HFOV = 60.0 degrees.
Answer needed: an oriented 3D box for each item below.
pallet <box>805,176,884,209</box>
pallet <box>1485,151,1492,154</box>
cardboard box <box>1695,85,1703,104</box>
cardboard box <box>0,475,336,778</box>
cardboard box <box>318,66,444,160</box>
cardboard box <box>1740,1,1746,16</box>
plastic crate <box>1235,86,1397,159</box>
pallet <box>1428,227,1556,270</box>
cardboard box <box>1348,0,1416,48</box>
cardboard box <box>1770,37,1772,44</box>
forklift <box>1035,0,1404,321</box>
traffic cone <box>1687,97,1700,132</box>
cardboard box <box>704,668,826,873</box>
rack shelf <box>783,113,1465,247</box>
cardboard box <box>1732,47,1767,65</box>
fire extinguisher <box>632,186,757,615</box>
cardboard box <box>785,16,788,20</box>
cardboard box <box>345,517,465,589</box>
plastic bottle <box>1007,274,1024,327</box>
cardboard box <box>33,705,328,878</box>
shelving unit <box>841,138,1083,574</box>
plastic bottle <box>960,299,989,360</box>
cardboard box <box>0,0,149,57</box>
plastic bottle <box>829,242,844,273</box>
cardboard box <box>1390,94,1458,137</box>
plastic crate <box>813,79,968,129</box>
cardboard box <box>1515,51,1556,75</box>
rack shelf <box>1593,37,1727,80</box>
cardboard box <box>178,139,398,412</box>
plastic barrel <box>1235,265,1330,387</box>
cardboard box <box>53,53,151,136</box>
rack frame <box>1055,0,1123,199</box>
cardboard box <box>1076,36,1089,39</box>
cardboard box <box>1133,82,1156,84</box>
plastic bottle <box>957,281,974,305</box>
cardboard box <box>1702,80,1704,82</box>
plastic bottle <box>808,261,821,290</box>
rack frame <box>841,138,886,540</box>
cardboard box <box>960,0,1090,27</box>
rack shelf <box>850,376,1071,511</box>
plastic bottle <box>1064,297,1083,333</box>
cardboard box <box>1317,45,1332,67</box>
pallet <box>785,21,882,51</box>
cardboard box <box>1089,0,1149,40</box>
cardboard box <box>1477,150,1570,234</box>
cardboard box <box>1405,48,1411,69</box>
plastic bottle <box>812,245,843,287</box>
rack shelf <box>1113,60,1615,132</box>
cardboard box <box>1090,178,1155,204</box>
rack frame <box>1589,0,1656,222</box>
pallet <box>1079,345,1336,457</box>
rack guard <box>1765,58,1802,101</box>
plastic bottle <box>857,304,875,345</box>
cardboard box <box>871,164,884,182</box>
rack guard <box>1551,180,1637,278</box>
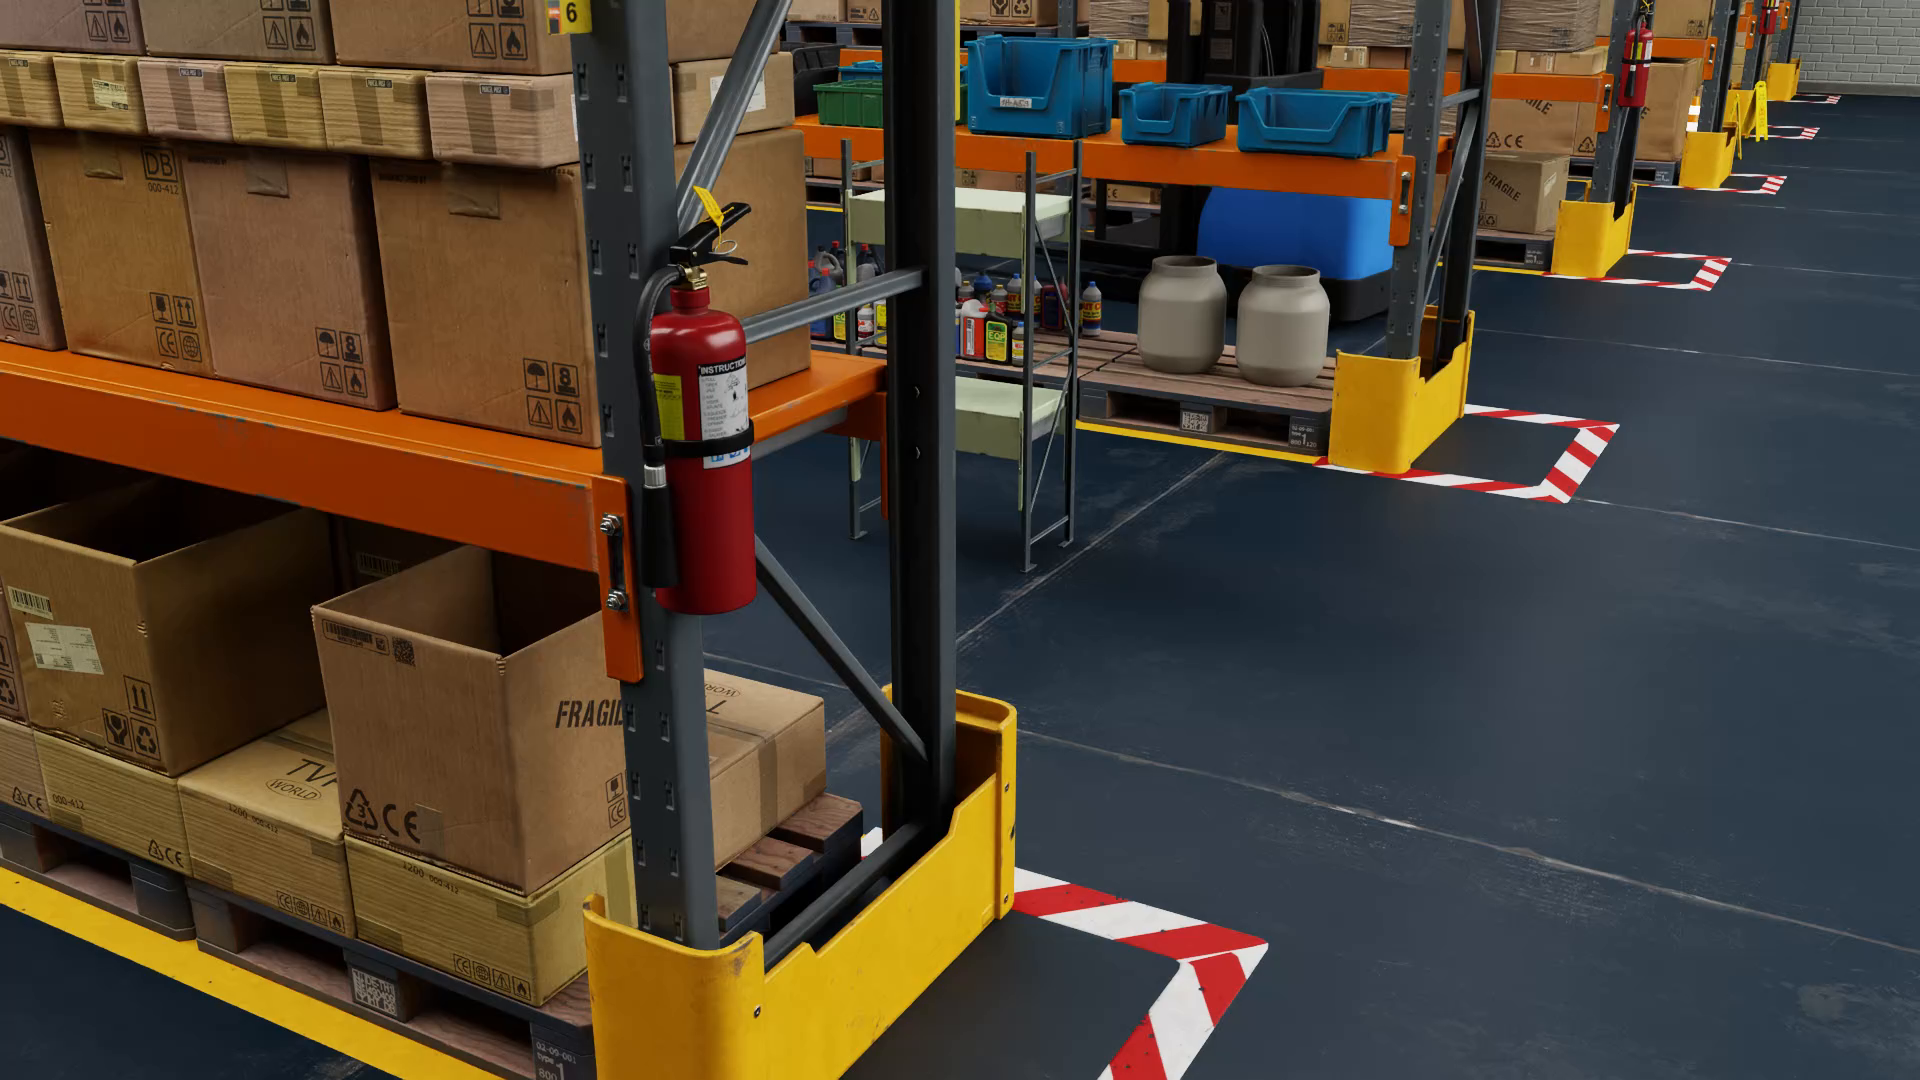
[{"bbox_3d":[-0.710,-3.048,14.458,1.213,0.211,1.003,11,23,27],"label":"pallet"},{"bbox_3d":[5.242,-3.824,16.597,1.213,0.211,1.003,11,23,27],"label":"pallet"},{"bbox_3d":[8.795,-5.434,20.362,0.500,0.250,0.500,11,22,27],"label":"cardboard box"},{"bbox_3d":[-1.796,0.167,3.824,0.500,0.500,0.500,11,23,27],"label":"cardboard box"},{"bbox_3d":[-0.959,-0.815,3.116,0.250,0.149,0.380,11,23,29],"label":"cardboard box"},{"bbox_3d":[9.169,-6.312,19.736,0.250,0.149,0.380,11,23,28],"label":"cardboard box"},{"bbox_3d":[1.533,-1.812,7.179,0.616,0.251,0.499,11,23,27],"label":"plastic crate"},{"bbox_3d":[3.773,-2.209,12.146,1.213,0.211,1.003,11,23,27],"label":"pallet"},{"bbox_3d":[3.154,-3.792,11.837,0.500,0.500,0.875,11,23,27],"label":"cardboard box"},{"bbox_3d":[11.455,-7.302,24.046,0.500,0.250,0.500,10,22,26],"label":"cardboard box"},{"bbox_3d":[1.408,-3.025,10.407,3.031,2.935,1.130,15,25,36],"label":"forklift"},{"bbox_3d":[8.360,-4.807,18.939,0.334,0.463,0.336,11,23,27],"label":"traffic cone"},{"bbox_3d":[-0.663,0.526,3.932,0.500,0.250,0.500,11,23,27],"label":"cardboard box"},{"bbox_3d":[0.370,-1.882,8.209,4.000,0.370,1.077,11,23,27],"label":"rack shelf"},{"bbox_3d":[11.205,-6.918,23.722,0.500,0.250,0.500,10,22,27],"label":"cardboard box"},{"bbox_3d":[-0.426,-0.219,2.684,0.183,0.674,0.296,11,23,27],"label":"fire extinguisher"},{"bbox_3d":[-1.426,-4.796,14.425,0.500,0.500,0.700,15,25,35],"label":"cardboard box"},{"bbox_3d":[-1.100,0.091,4.032,0.500,0.500,0.500,11,23,27],"label":"cardboard box"},{"bbox_3d":[0.299,-1.280,8.850,0.097,0.271,0.097,0,20,0],"label":"plastic bottle"},{"bbox_3d":[-1.795,0.518,3.954,0.500,0.250,0.500,11,23,27],"label":"cardboard box"},{"bbox_3d":[0.006,-0.704,6.106,0.755,1.500,0.431,11,23,27],"label":"shelving unit"},{"bbox_3d":[0.092,-1.039,8.179,0.135,0.276,0.152,11,23,28],"label":"plastic bottle"},{"bbox_3d":[-1.653,-1.330,3.584,0.500,0.500,0.700,11,23,28],"label":"cardboard box"},{"bbox_3d":[-0.673,-1.493,9.322,0.185,0.351,0.144,10,22,26],"label":"plastic bottle"},{"bbox_3d":[4.850,-4.411,16.628,0.875,0.875,0.875,11,23,28],"label":"cardboard box"},{"bbox_3d":[-0.329,-2.143,8.186,0.662,0.188,0.450,11,23,27],"label":"plastic crate"},{"bbox_3d":[3.964,-3.272,11.354,0.250,0.149,0.380,11,23,27],"label":"cardboard box"},{"bbox_3d":[5.293,-4.816,16.299,4.000,0.370,1.077,11,23,27],"label":"rack shelf"},{"bbox_3d":[-1.165,-0.628,3.551,0.500,0.500,0.700,11,23,29],"label":"cardboard box"},{"bbox_3d":[1.504,-1.002,7.761,0.421,0.512,0.421,0,20,0],"label":"plastic barrel"},{"bbox_3d":[-1.630,-0.944,3.471,0.250,0.149,0.380,12,23,29],"label":"cardboard box"},{"bbox_3d":[1.039,-4.027,13.068,0.127,3.000,1.000,11,23,27],"label":"rack frame"},{"bbox_3d":[1.081,-3.784,12.766,0.250,0.149,0.380,11,23,27],"label":"cardboard box"},{"bbox_3d":[2.121,-4.865,18.061,0.750,0.750,1.050,11,23,27],"label":"cardboard box"},{"bbox_3d":[0.033,-1.297,9.002,0.097,0.201,0.097,0,20,0],"label":"plastic bottle"},{"bbox_3d":[10.788,-6.765,24.032,0.500,0.250,0.500,11,23,27],"label":"cardboard box"},{"bbox_3d":[-0.803,-1.299,8.788,0.185,0.351,0.144,11,23,27],"label":"plastic bottle"},{"bbox_3d":[-0.314,-0.765,6.274,0.023,1.500,0.400,11,23,27],"label":"rack frame"},{"bbox_3d":[0.414,-4.680,13.374,1.000,1.000,1.000,11,23,28],"label":"cardboard box"},{"bbox_3d":[0.006,-0.397,6.217,0.720,0.370,0.431,11,23,27],"label":"rack shelf"},{"bbox_3d":[0.595,-1.190,8.706,0.097,0.201,0.097,0,20,0],"label":"plastic bottle"},{"bbox_3d":[2.637,-3.510,12.012,0.250,0.149,0.380,11,23,27],"label":"cardboard box"},{"bbox_3d":[-0.704,-4.285,14.061,1.213,0.211,1.003,11,23,27],"label":"pallet"},{"bbox_3d":[1.402,-4.121,12.744,0.500,0.500,0.875,11,23,27],"label":"cardboard box"},{"bbox_3d":[3.995,-2.493,11.889,0.500,0.500,0.500,16,25,37],"label":"cardboard box"},{"bbox_3d":[3.312,-3.398,11.702,0.250,0.149,0.380,11,23,27],"label":"cardboard box"},{"bbox_3d":[-0.744,-1.450,9.203,0.185,0.351,0.144,11,23,27],"label":"plastic bottle"},{"bbox_3d":[2.786,-3.356,12.274,4.000,0.370,1.077,11,23,27],"label":"rack shelf"},{"bbox_3d":[1.369,-2.971,13.207,0.500,0.500,0.500,10,22,26],"label":"cardboard box"},{"bbox_3d":[4.532,-3.362,11.235,0.127,3.000,1.000,11,23,27],"label":"rack frame"},{"bbox_3d":[1.320,-0.712,8.018,1.213,0.211,1.003,11,23,27],"label":"pallet"},{"bbox_3d":[11.803,-6.611,23.858,0.348,0.500,1.175,11,23,27],"label":"rack guard"},{"bbox_3d":[-0.473,-1.101,8.460,0.097,0.201,0.097,0,20,0],"label":"plastic bottle"},{"bbox_3d":[-0.382,-3.345,14.209,0.500,0.500,0.700,9,22,23],"label":"cardboard box"},{"bbox_3d":[4.465,-2.200,11.696,0.348,0.500,1.175,11,23,27],"label":"rack guard"}]
